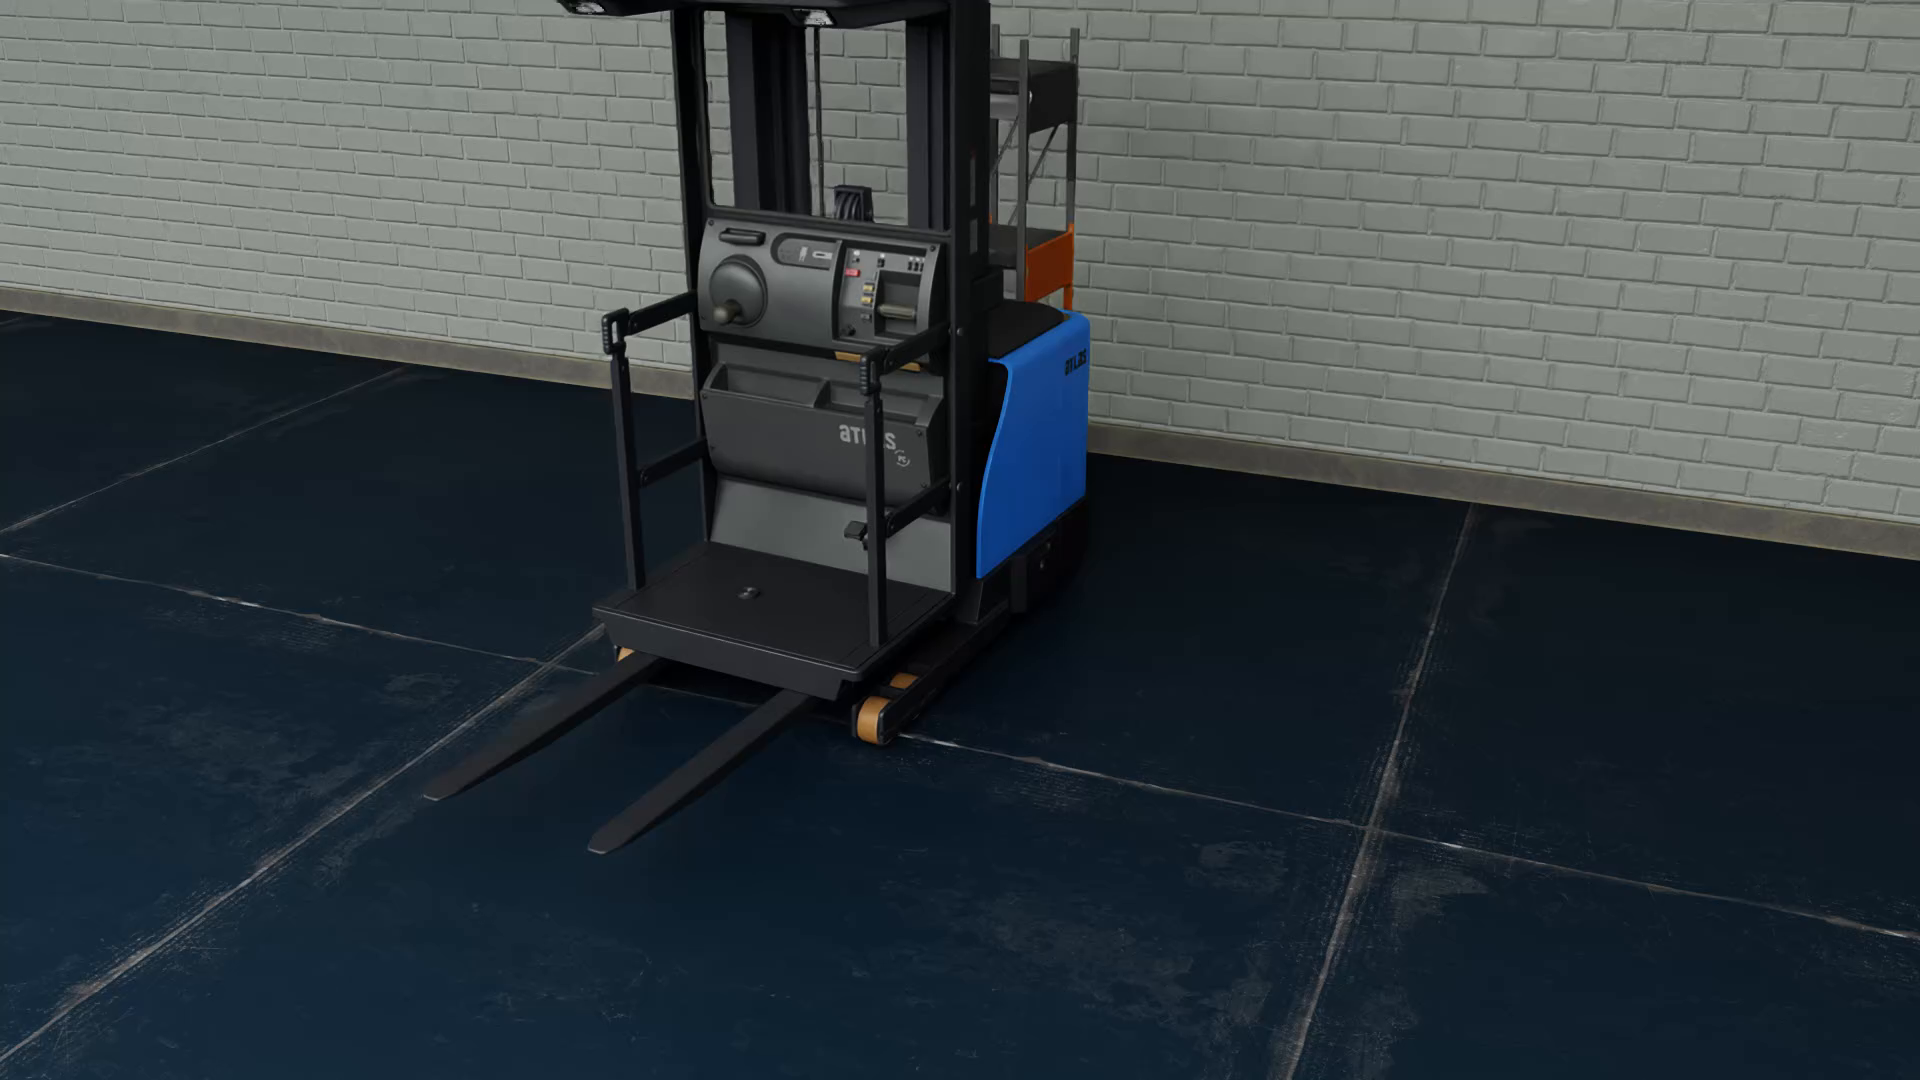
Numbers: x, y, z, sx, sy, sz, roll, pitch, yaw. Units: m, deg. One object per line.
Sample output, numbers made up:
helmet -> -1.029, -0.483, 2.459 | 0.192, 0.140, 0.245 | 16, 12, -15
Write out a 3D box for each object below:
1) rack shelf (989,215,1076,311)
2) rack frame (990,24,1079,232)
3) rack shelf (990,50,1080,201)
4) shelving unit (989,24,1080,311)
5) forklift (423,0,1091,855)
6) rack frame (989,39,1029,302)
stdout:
rack shelf -> 0.199, -1.076, 7.137 | 0.431, 0.518, 0.480 | 11, 25, 25
rack frame -> 0.311, -1.172, 7.332 | 0.400, 2.100, 0.015 | 11, 25, 25
rack shelf -> 0.199, -1.722, 6.867 | 0.431, 0.518, 0.480 | 11, 25, 25
shelving unit -> 0.199, -1.088, 7.132 | 0.431, 2.100, 0.503 | 11, 25, 25
forklift -> -0.587, -0.856, 5.497 | 1.130, 2.935, 3.031 | 11, 25, 25
rack frame -> 0.087, -1.005, 6.931 | 0.400, 2.100, 0.015 | 11, 25, 25
